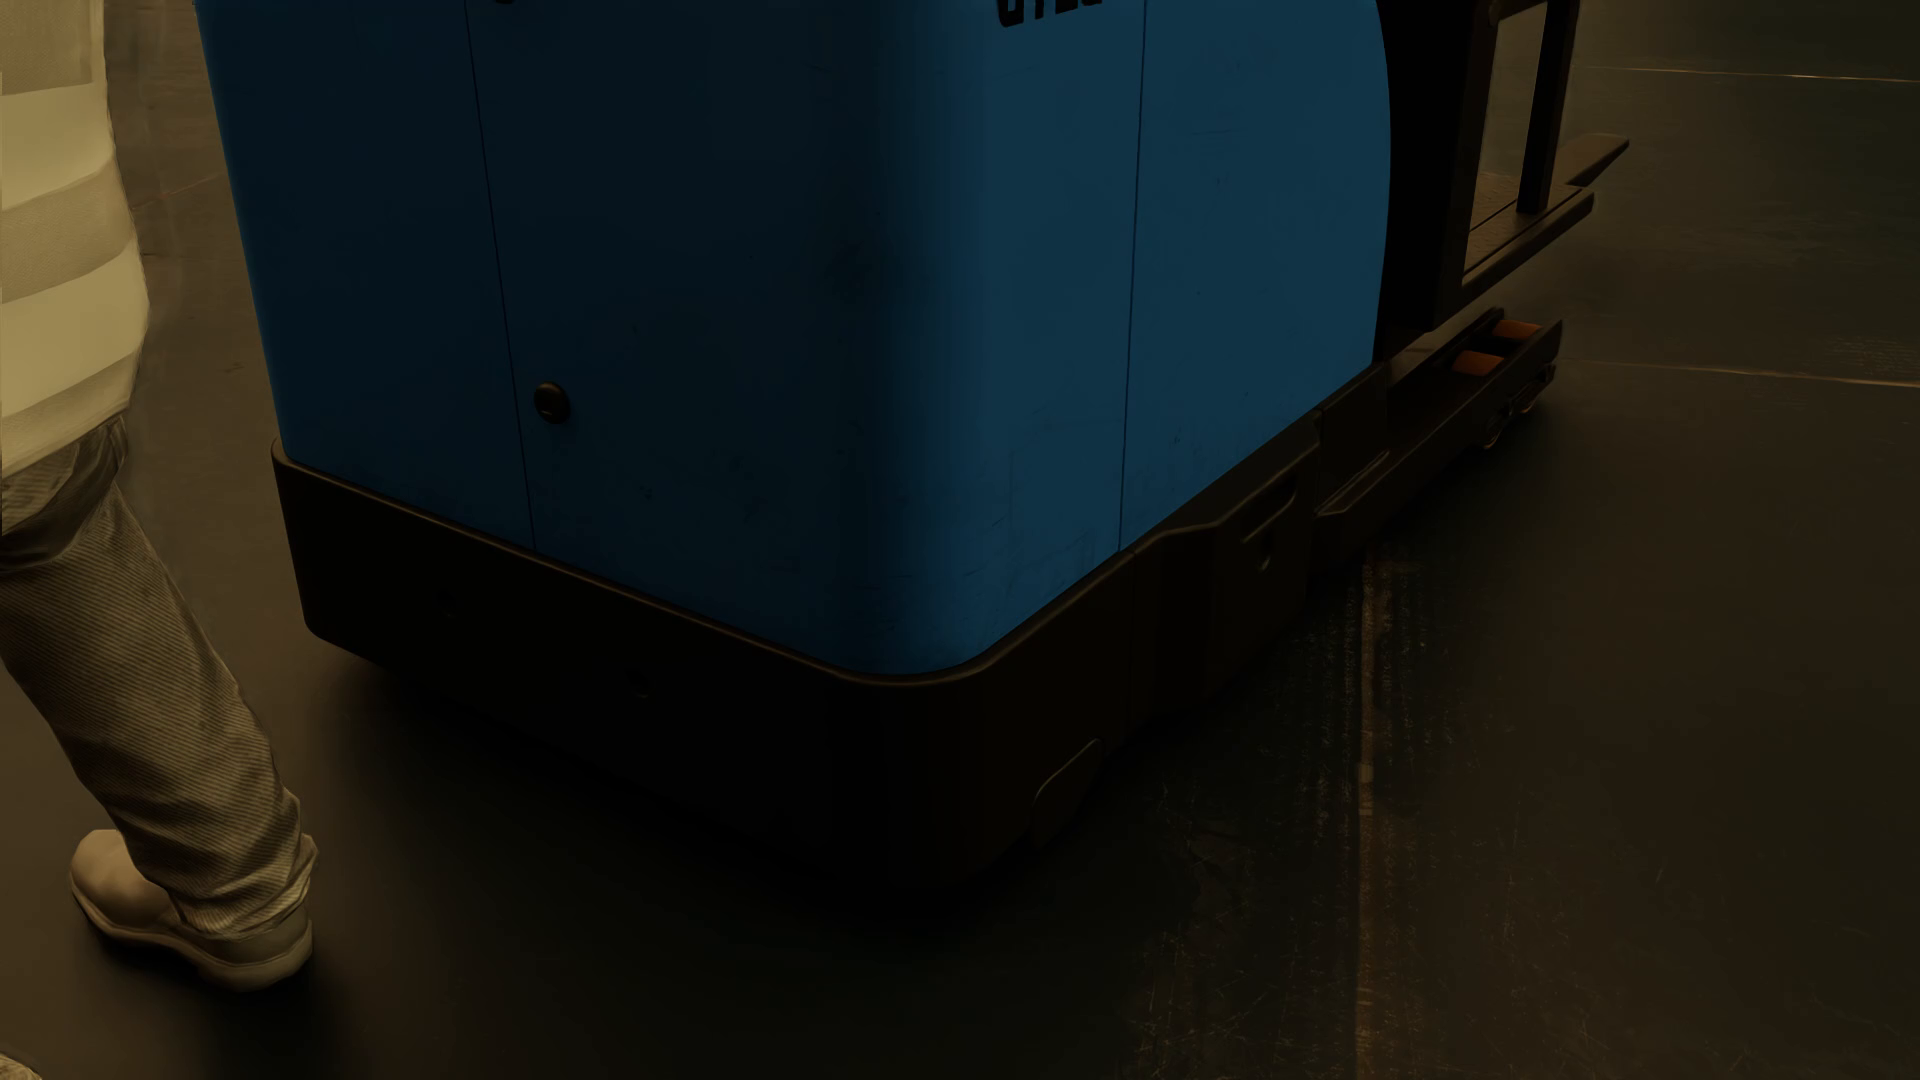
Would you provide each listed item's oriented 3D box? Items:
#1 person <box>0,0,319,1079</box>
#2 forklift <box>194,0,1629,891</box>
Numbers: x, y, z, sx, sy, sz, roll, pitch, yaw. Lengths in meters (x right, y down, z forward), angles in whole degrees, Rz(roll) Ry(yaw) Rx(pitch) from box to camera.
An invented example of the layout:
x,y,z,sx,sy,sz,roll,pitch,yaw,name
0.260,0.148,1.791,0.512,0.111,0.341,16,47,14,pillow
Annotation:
x,y,z,sx,sy,sz,roll,pitch,yaw,name
-0.760,-0.219,1.127,0.661,1.634,0.898,7,28,14,person
0.406,-1.571,2.360,1.130,2.935,3.031,17,32,31,forklift
